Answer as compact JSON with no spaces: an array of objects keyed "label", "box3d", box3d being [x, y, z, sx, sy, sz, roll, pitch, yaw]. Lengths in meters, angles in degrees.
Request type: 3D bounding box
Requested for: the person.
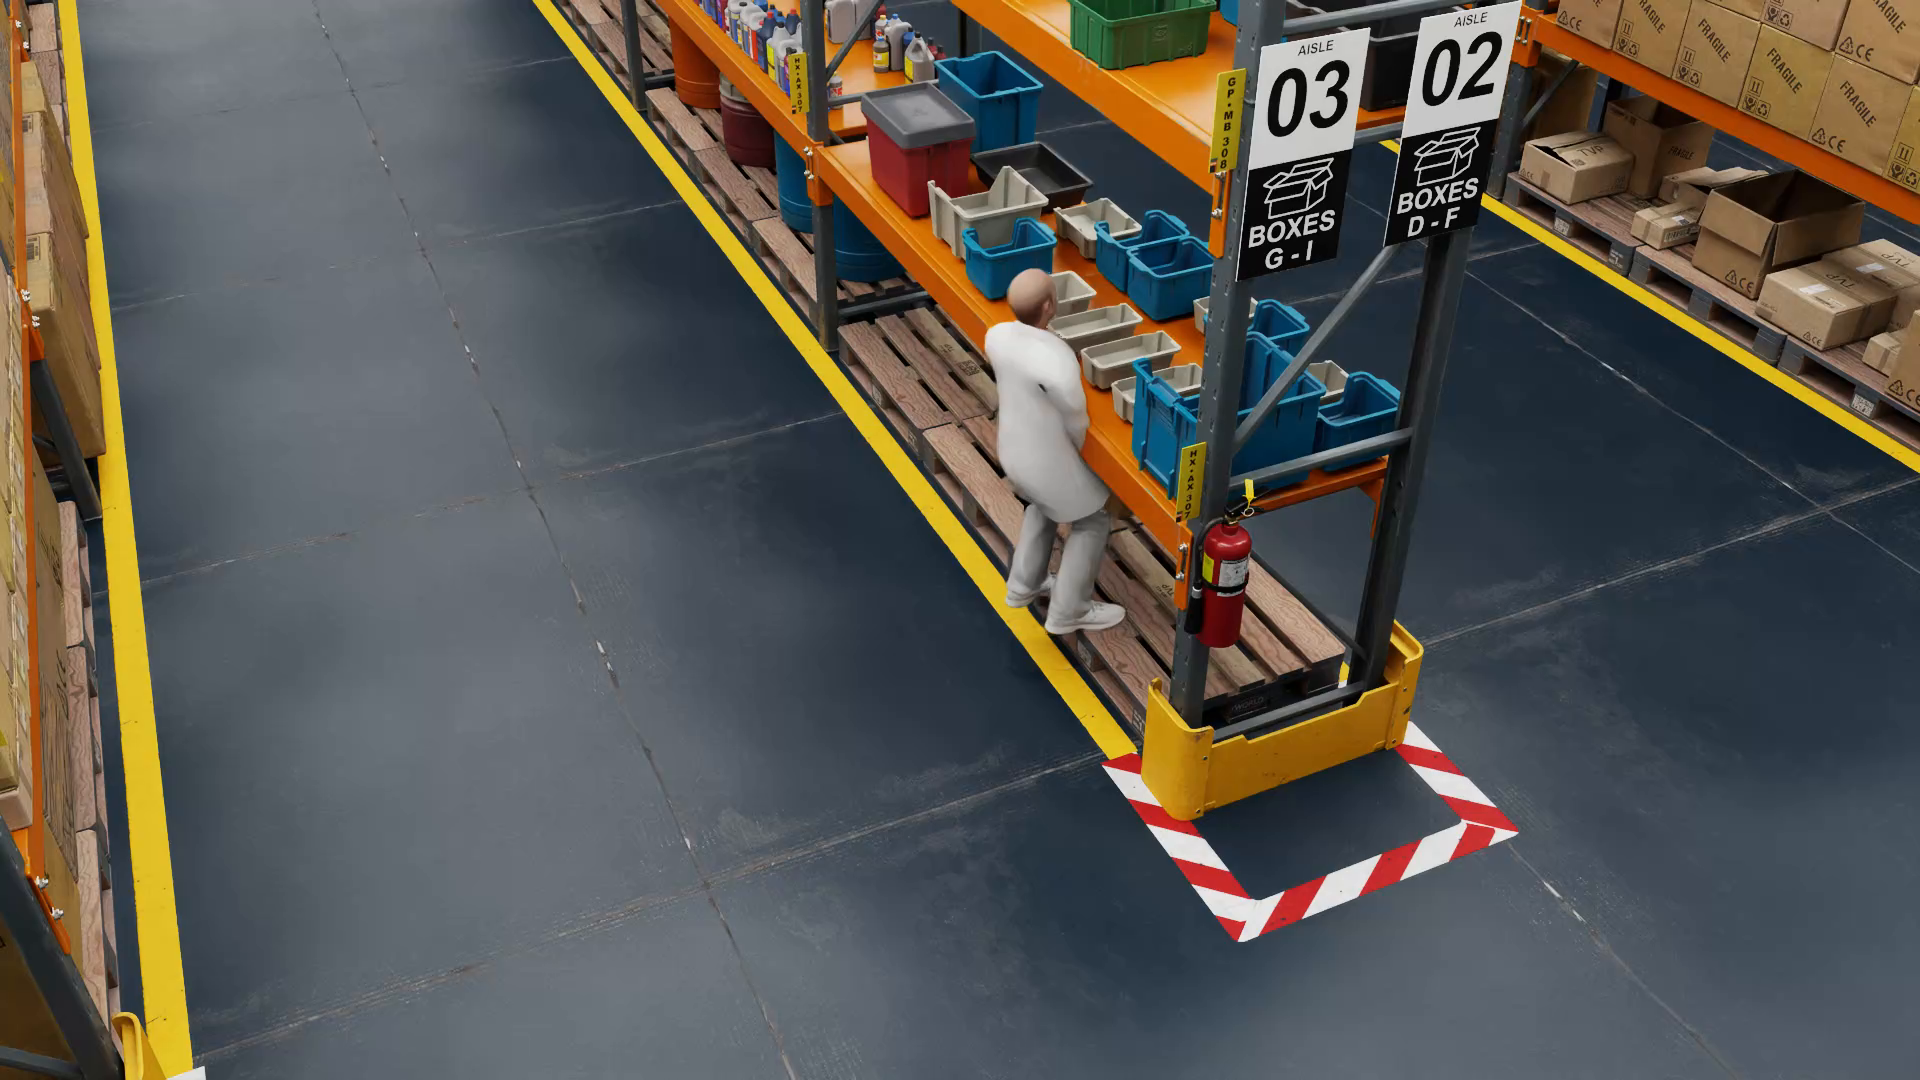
[{"label":"person","box3d":[0.406,-0.382,7.084,0.461,1.715,0.599,-25,43,-30]}]
